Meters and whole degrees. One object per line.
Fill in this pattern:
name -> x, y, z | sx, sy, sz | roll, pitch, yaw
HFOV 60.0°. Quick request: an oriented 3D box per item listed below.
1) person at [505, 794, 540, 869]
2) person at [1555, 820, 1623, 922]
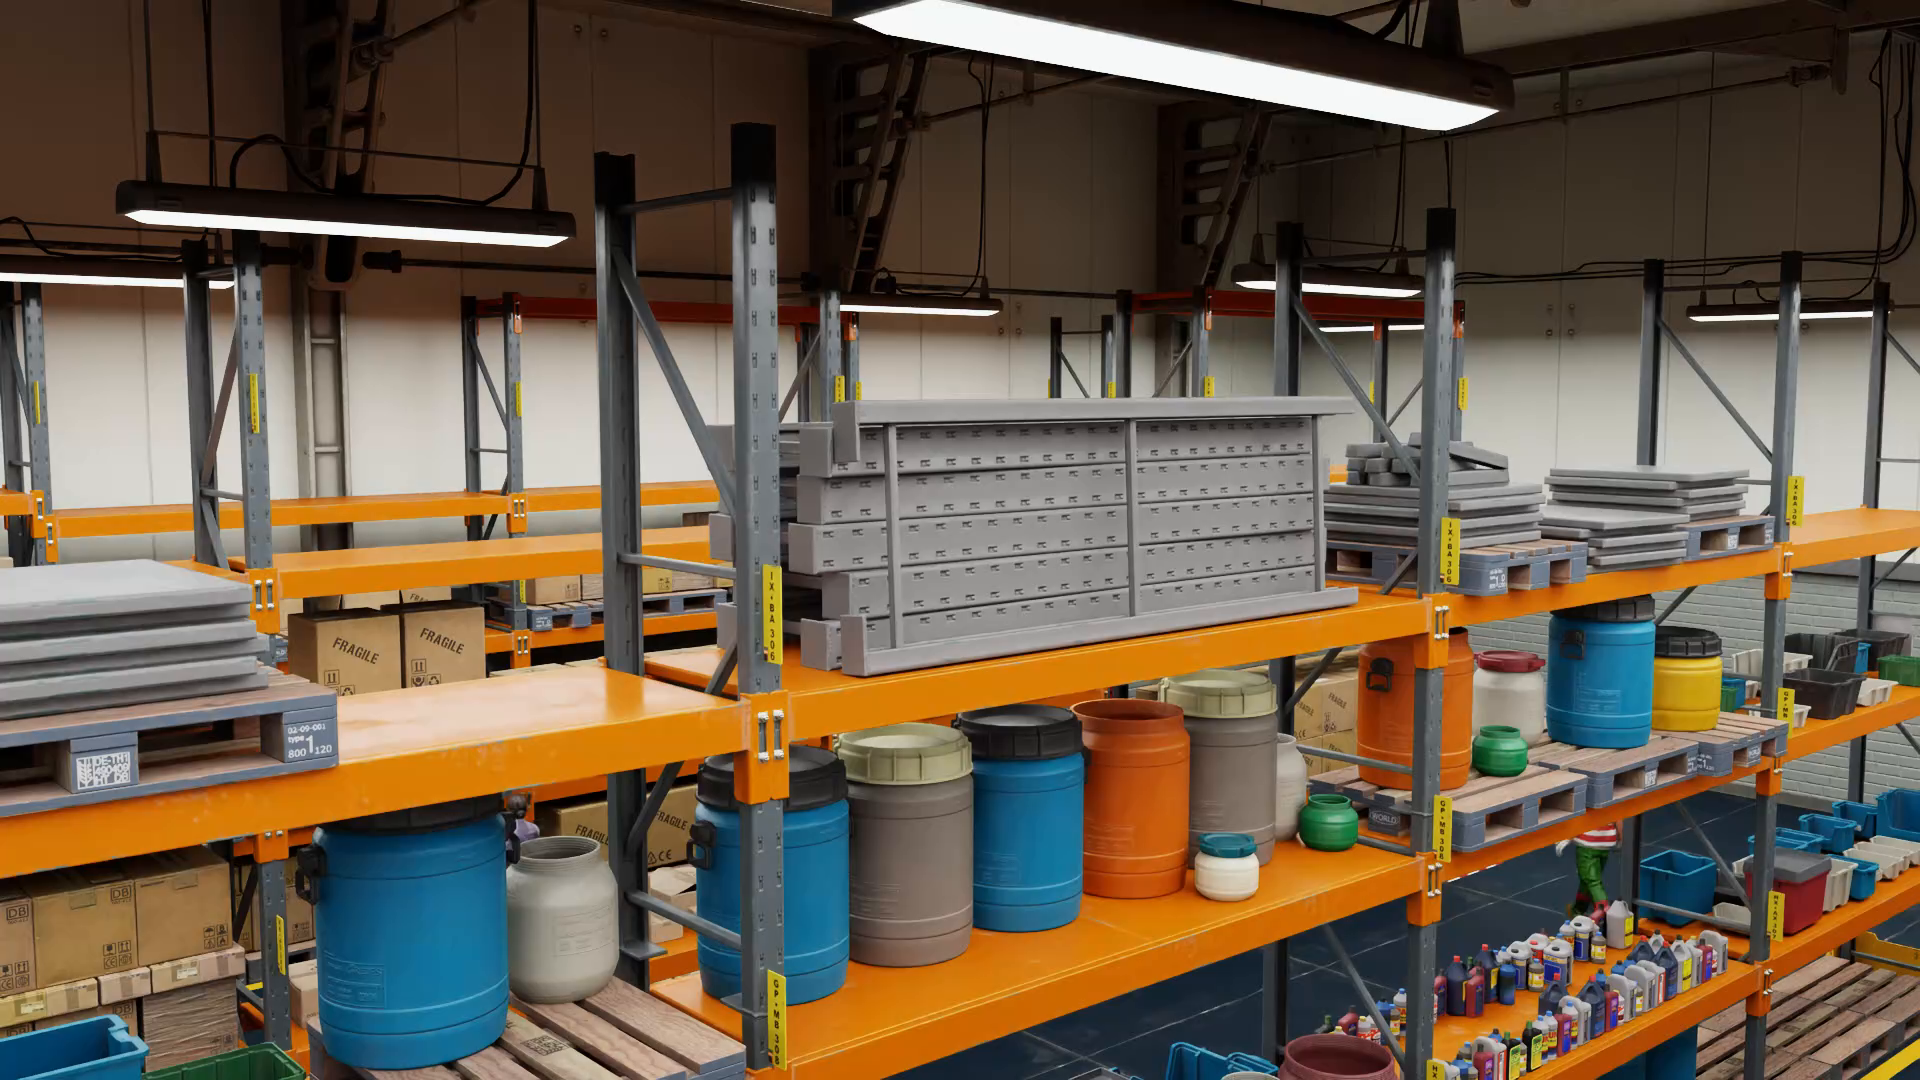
person -> -3.823, 3.017, 14.246 | 0.364, 1.672, 0.526 | 4, 7, 37
person -> 5.908, 2.828, 15.545 | 0.670, 1.748, 1.042 | -2, 6, -18
